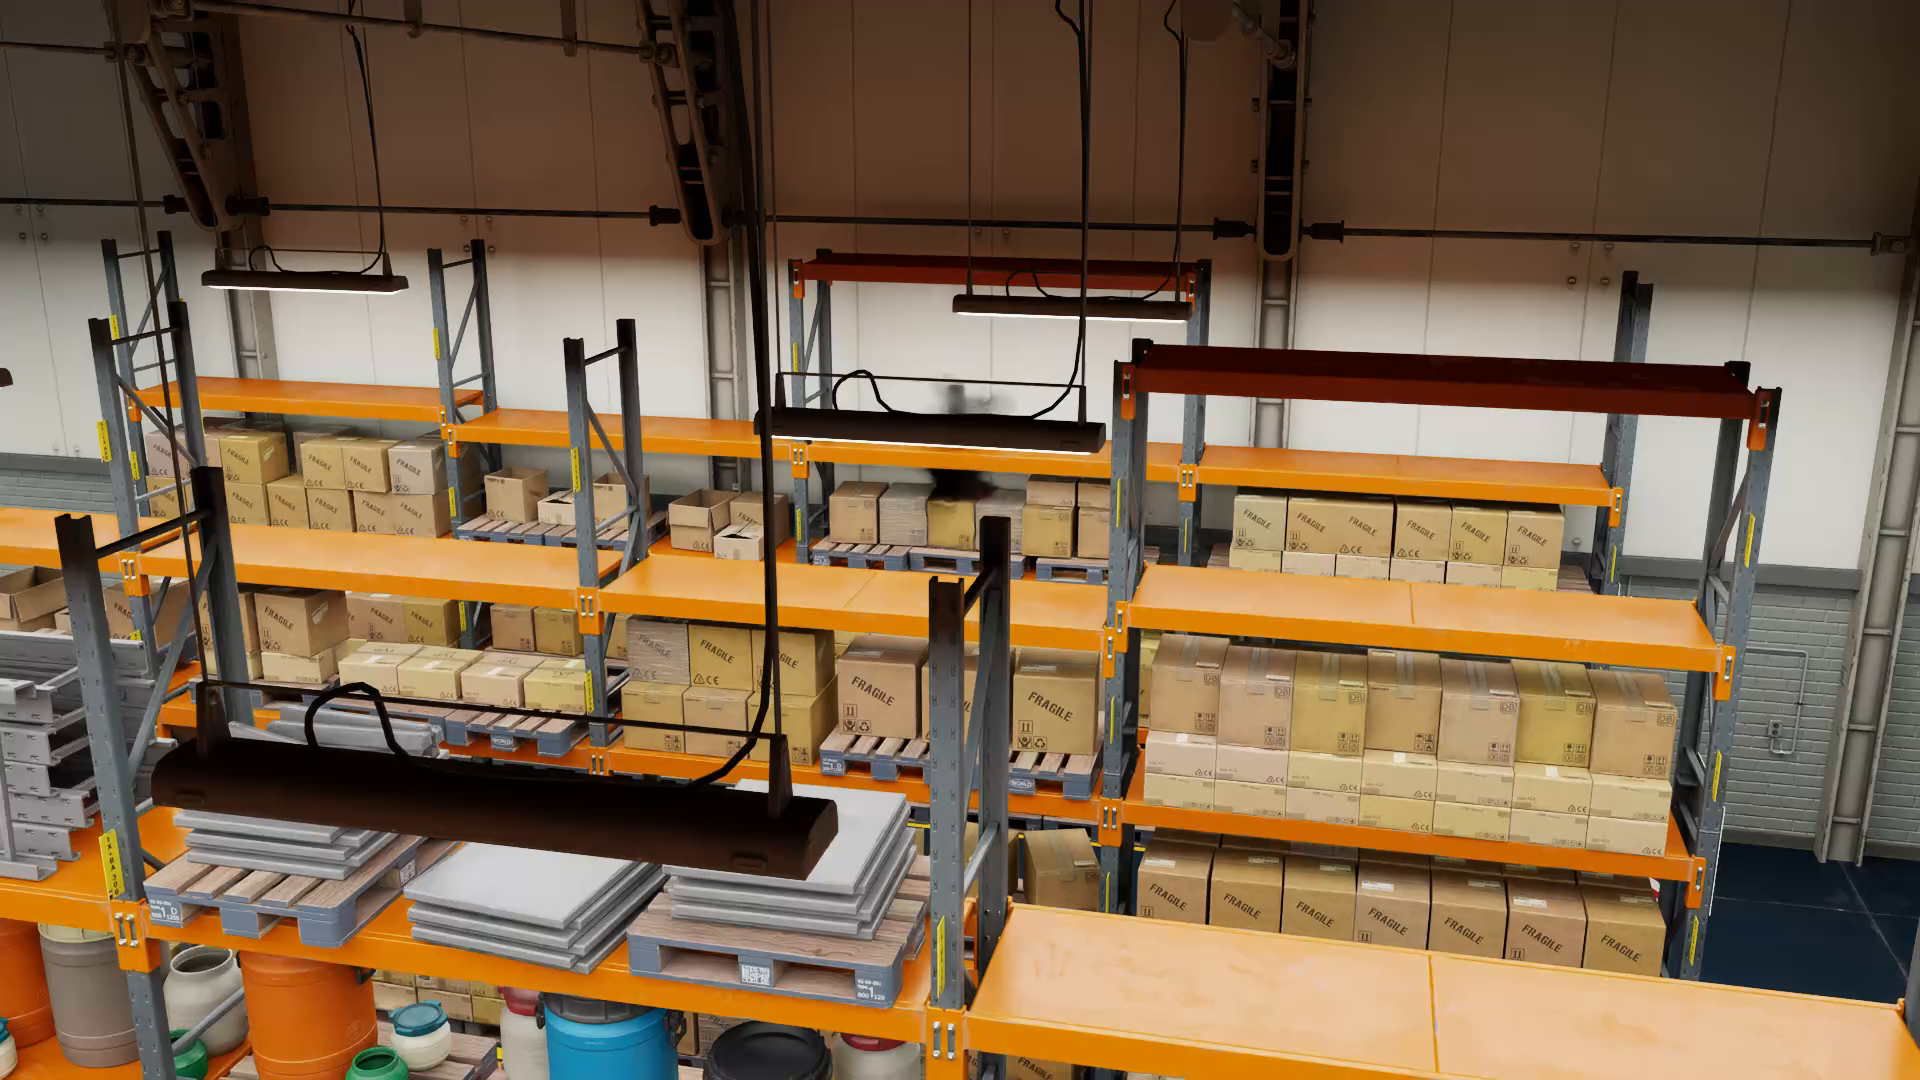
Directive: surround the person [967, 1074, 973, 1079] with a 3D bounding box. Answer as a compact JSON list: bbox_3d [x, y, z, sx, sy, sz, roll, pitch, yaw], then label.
[{"bbox_3d":[-0.052,4.226,11.006,0.489,1.631,0.581,1,16,2],"label":"person"}]
